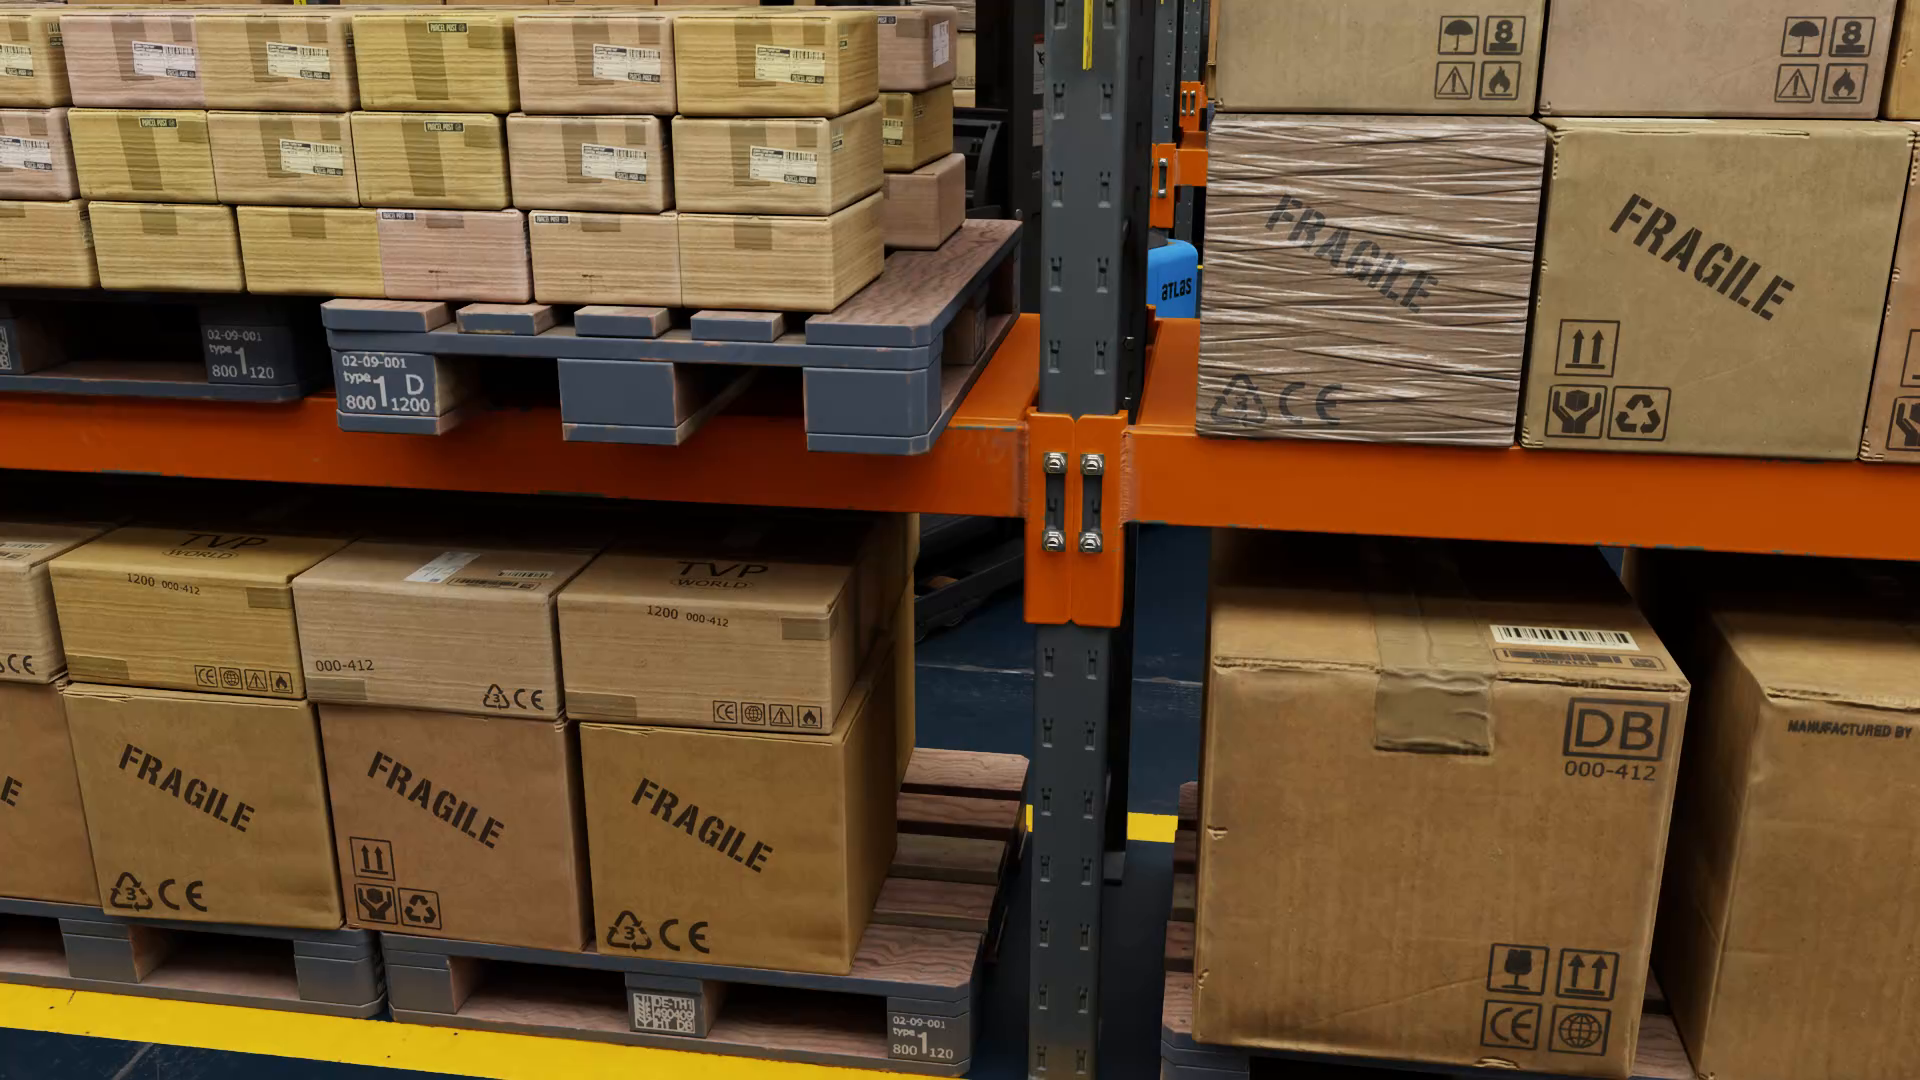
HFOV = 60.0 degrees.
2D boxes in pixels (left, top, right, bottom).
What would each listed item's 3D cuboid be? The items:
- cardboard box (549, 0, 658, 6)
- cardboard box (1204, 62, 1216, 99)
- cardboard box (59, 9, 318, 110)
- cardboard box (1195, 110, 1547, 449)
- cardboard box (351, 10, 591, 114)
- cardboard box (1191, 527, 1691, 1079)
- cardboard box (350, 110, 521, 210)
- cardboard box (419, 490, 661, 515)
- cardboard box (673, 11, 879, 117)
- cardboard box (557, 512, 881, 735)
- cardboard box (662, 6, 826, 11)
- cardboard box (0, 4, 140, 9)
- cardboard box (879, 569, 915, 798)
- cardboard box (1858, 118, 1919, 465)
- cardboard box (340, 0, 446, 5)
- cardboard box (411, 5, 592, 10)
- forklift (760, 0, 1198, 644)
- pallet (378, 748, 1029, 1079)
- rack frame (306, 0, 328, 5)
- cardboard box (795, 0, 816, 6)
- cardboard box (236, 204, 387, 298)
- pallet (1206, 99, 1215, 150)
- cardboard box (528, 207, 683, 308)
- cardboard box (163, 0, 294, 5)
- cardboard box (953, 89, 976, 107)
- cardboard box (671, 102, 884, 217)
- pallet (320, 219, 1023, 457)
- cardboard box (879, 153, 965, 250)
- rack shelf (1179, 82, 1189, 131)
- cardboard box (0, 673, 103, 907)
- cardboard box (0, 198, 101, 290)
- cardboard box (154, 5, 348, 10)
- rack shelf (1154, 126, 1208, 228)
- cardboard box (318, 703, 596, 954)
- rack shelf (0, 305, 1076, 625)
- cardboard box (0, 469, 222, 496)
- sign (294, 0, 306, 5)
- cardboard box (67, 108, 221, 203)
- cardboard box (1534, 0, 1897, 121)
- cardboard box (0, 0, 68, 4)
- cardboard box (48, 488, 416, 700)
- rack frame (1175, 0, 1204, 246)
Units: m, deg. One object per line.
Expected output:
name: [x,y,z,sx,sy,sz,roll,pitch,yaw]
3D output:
cardboard box: [-1.603,-2.654,7.774,0.500,0.500,0.500,2,19,7]
cardboard box: [1.248,-2.092,7.561,0.250,0.149,0.380,2,19,5]
cardboard box: [-1.293,-0.826,2.842,0.250,0.149,0.380,3,19,9]
cardboard box: [0.671,-0.471,2.825,0.500,0.500,0.500,3,19,9]
cardboard box: [-0.792,-0.800,2.763,0.250,0.149,0.380,4,19,10]
cardboard box: [0.858,0.396,3.275,0.750,0.750,1.050,3,19,8]
cardboard box: [-0.813,-0.659,2.810,0.250,0.149,0.380,3,19,10]
cardboard box: [-0.872,-0.036,3.778,0.500,0.250,0.500,3,19,8]
cardboard box: [-0.286,-0.774,2.684,0.250,0.149,0.380,2,19,6]
cardboard box: [-0.446,0.148,3.229,0.500,0.250,0.500,2,19,7]
cardboard box: [-0.421,-0.989,3.328,0.250,0.149,0.380,2,19,7]
cardboard box: [-1.965,-1.069,3.567,0.250,0.149,0.380,2,19,6]
cardboard box: [-0.387,0.340,3.836,0.500,0.500,0.500,2,19,6]
cardboard box: [1.672,-0.420,2.675,0.500,0.500,0.500,3,19,9]
cardboard box: [-2.604,-2.697,7.903,0.500,0.500,0.500,3,19,9]
cardboard box: [-0.923,-1.016,3.410,0.250,0.149,0.380,2,19,6]
forklift: [-0.385,-1.234,5.373,1.130,2.935,3.031,14,23,36]
pallet: [-0.501,0.752,3.722,1.213,0.211,1.003,3,19,9]
rack frame: [-2.993,-2.288,8.412,0.127,3.000,1.000,3,19,9]
cardboard box: [-0.593,-2.602,7.620,0.500,0.500,0.500,3,19,9]
cardboard box: [-1.034,-0.531,2.896,0.250,0.149,0.380,3,19,8]
pallet: [1.677,-1.993,7.834,1.003,0.211,1.213,3,19,9]
cardboard box: [-0.534,-0.504,2.817,0.250,0.149,0.380,3,19,9]
cardboard box: [-3.503,-2.746,8.050,0.500,0.500,0.500,3,19,8]
cardboard box: [-0.091,-1.980,7.730,0.500,0.250,0.500,3,19,10]
cardboard box: [-0.289,-0.634,2.735,0.250,0.149,0.380,3,19,10]
pallet: [-0.450,-0.442,3.199,1.003,0.211,1.213,3,19,9]
cardboard box: [-0.139,-0.696,3.390,0.250,0.149,0.380,3,19,8]
rack shelf: [-0.235,-3.401,12.874,4.000,0.370,1.077,3,19,9]
cardboard box: [-1.949,0.423,3.589,0.500,0.500,0.500,3,19,10]
cardboard box: [-1.555,-0.557,2.976,0.250,0.149,0.380,3,19,10]
cardboard box: [-1.453,-1.042,3.487,0.250,0.149,0.380,3,19,10]
rack shelf: [2.931,-1.644,7.624,4.000,0.370,1.077,3,19,9]
cardboard box: [-0.932,0.477,3.427,0.500,0.500,0.500,4,19,11]
rack shelf: [-1.704,-0.290,3.576,4.000,0.370,1.077,3,19,9]
cardboard box: [-1.874,-0.091,3.942,0.500,0.250,0.500,2,19,6]
sign: [-3.080,-2.562,7.743,0.005,0.325,0.100,3,19,9]
cardboard box: [-1.306,-0.685,2.888,0.250,0.149,0.380,3,19,8]
cardboard box: [1.212,-1.001,2.835,0.500,0.500,0.700,3,19,8]
cardboard box: [-4.507,-2.797,8.202,0.500,0.500,0.500,3,19,9]
cardboard box: [-1.446,0.096,3.386,0.500,0.250,0.500,3,19,10]
rack frame: [1.740,-3.641,12.459,0.127,3.000,1.000,3,19,9]
